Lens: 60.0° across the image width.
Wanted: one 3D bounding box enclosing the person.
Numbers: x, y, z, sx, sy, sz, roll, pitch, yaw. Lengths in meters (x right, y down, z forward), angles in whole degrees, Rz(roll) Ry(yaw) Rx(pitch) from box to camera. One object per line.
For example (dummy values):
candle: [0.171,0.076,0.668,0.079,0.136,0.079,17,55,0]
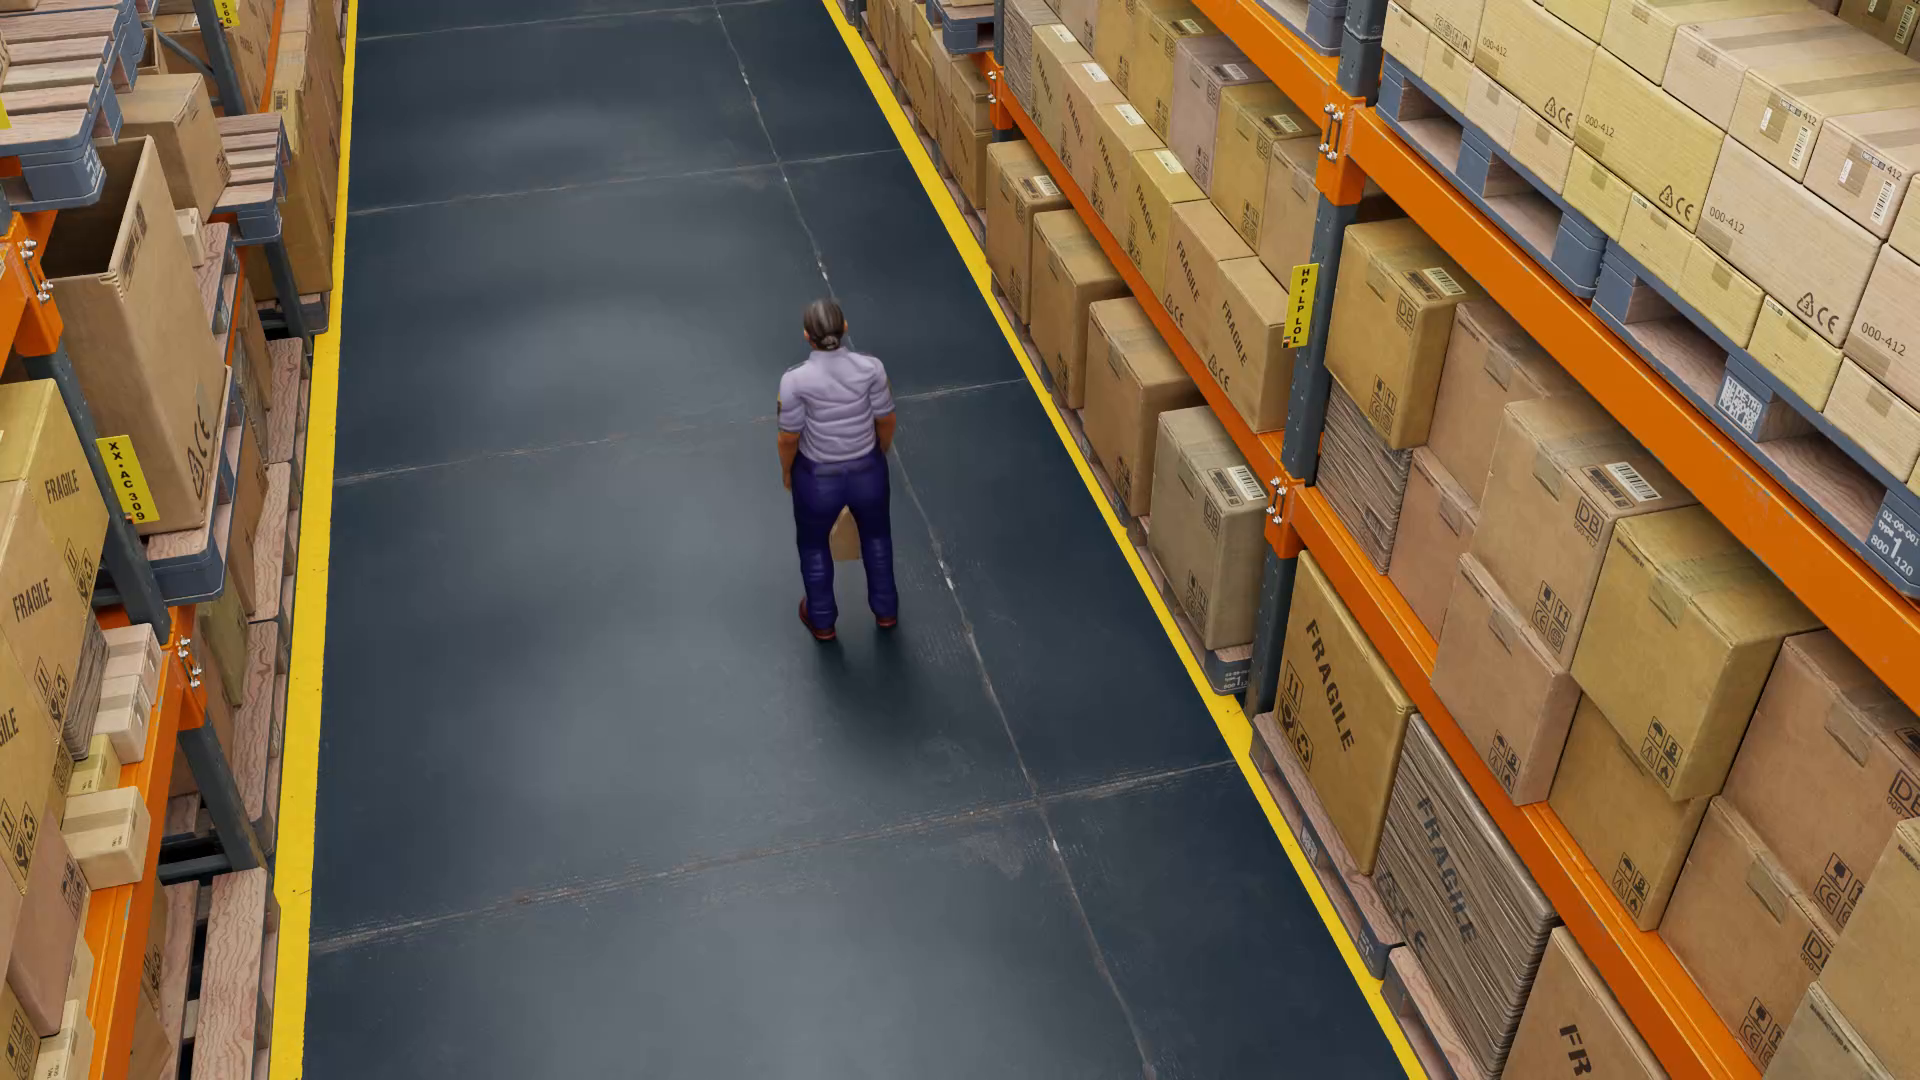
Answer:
person: [-0.508,-0.278,7.068,0.530,1.654,0.368,-11,40,-13]
